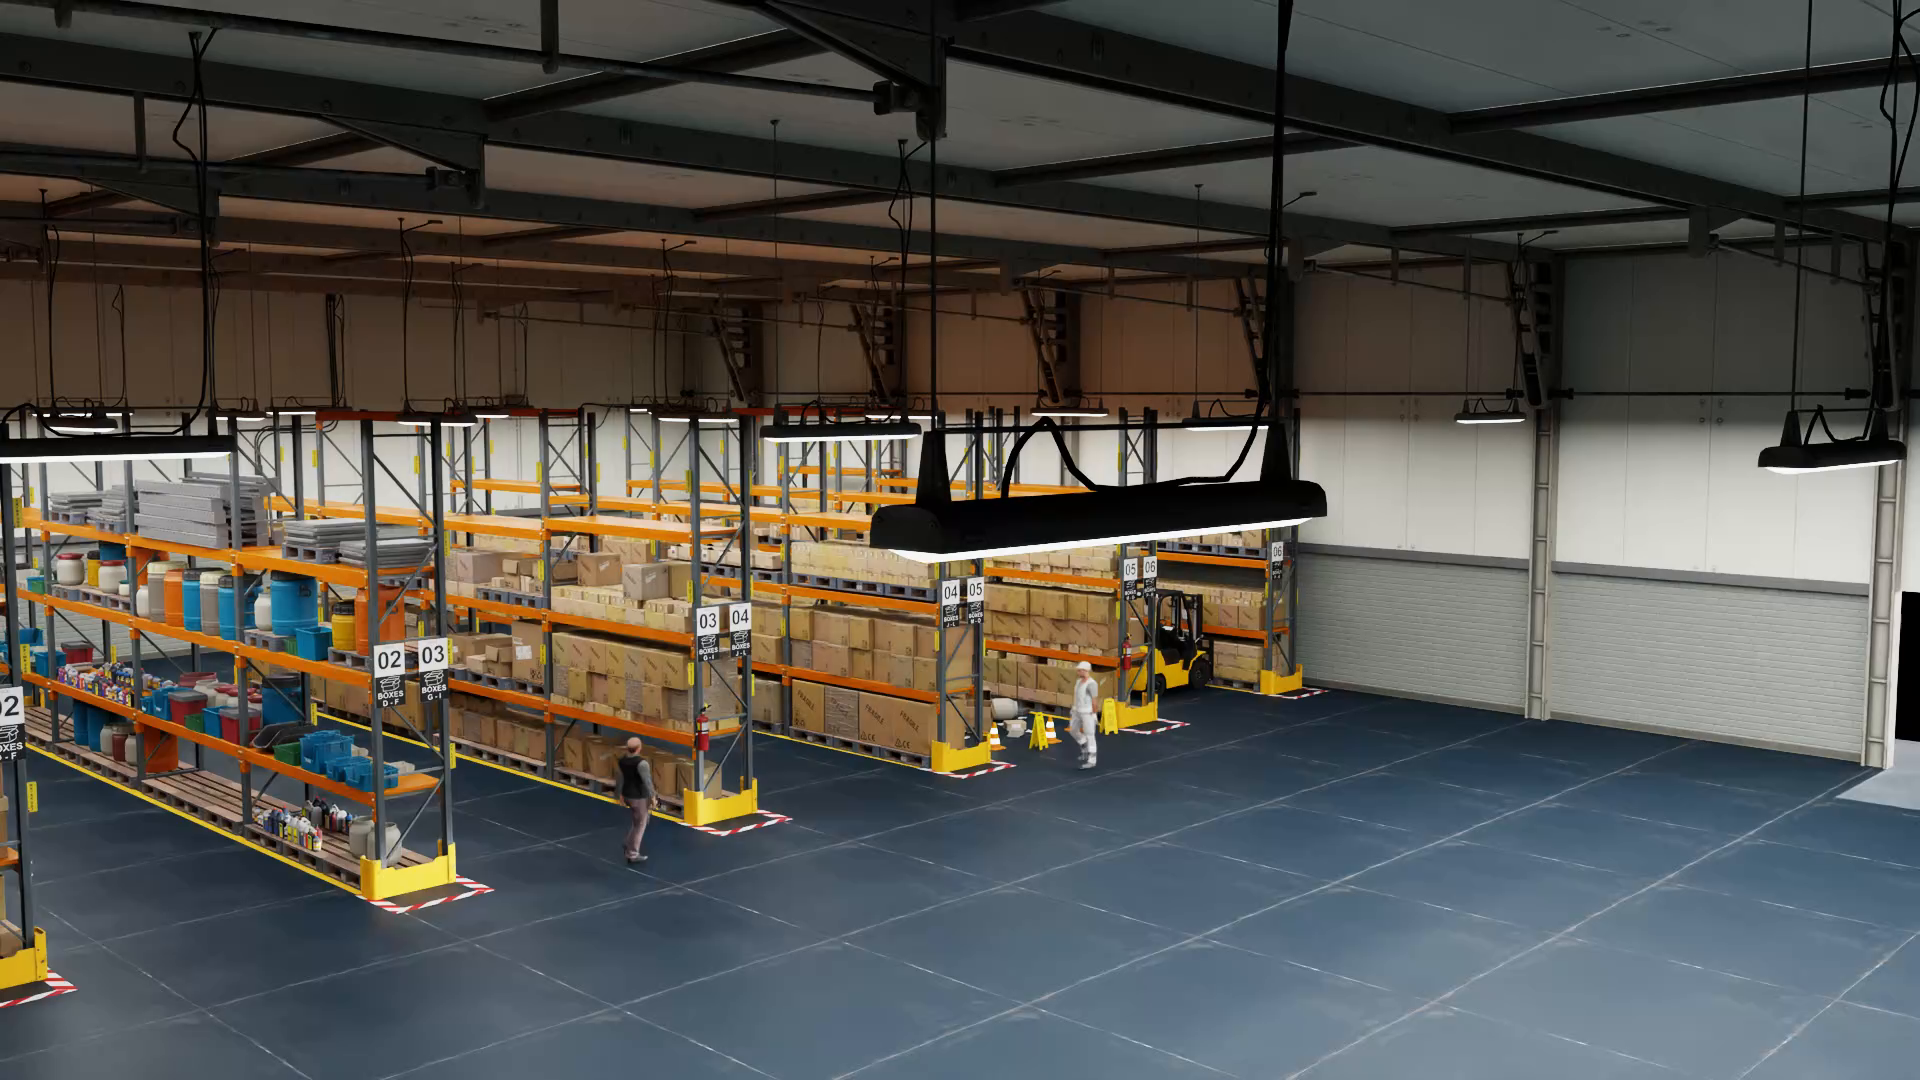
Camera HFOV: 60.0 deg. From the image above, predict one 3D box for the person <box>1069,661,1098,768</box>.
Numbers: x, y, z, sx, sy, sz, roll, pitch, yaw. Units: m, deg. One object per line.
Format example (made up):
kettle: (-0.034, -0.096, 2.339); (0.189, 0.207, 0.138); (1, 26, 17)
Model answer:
person: (2.141, 2.928, 28.181); (0.516, 1.790, 0.597); (-4, 6, -39)

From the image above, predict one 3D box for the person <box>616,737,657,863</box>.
person: (-4.320, 3.482, 22.370); (0.496, 1.711, 0.533); (-4, 6, -37)
